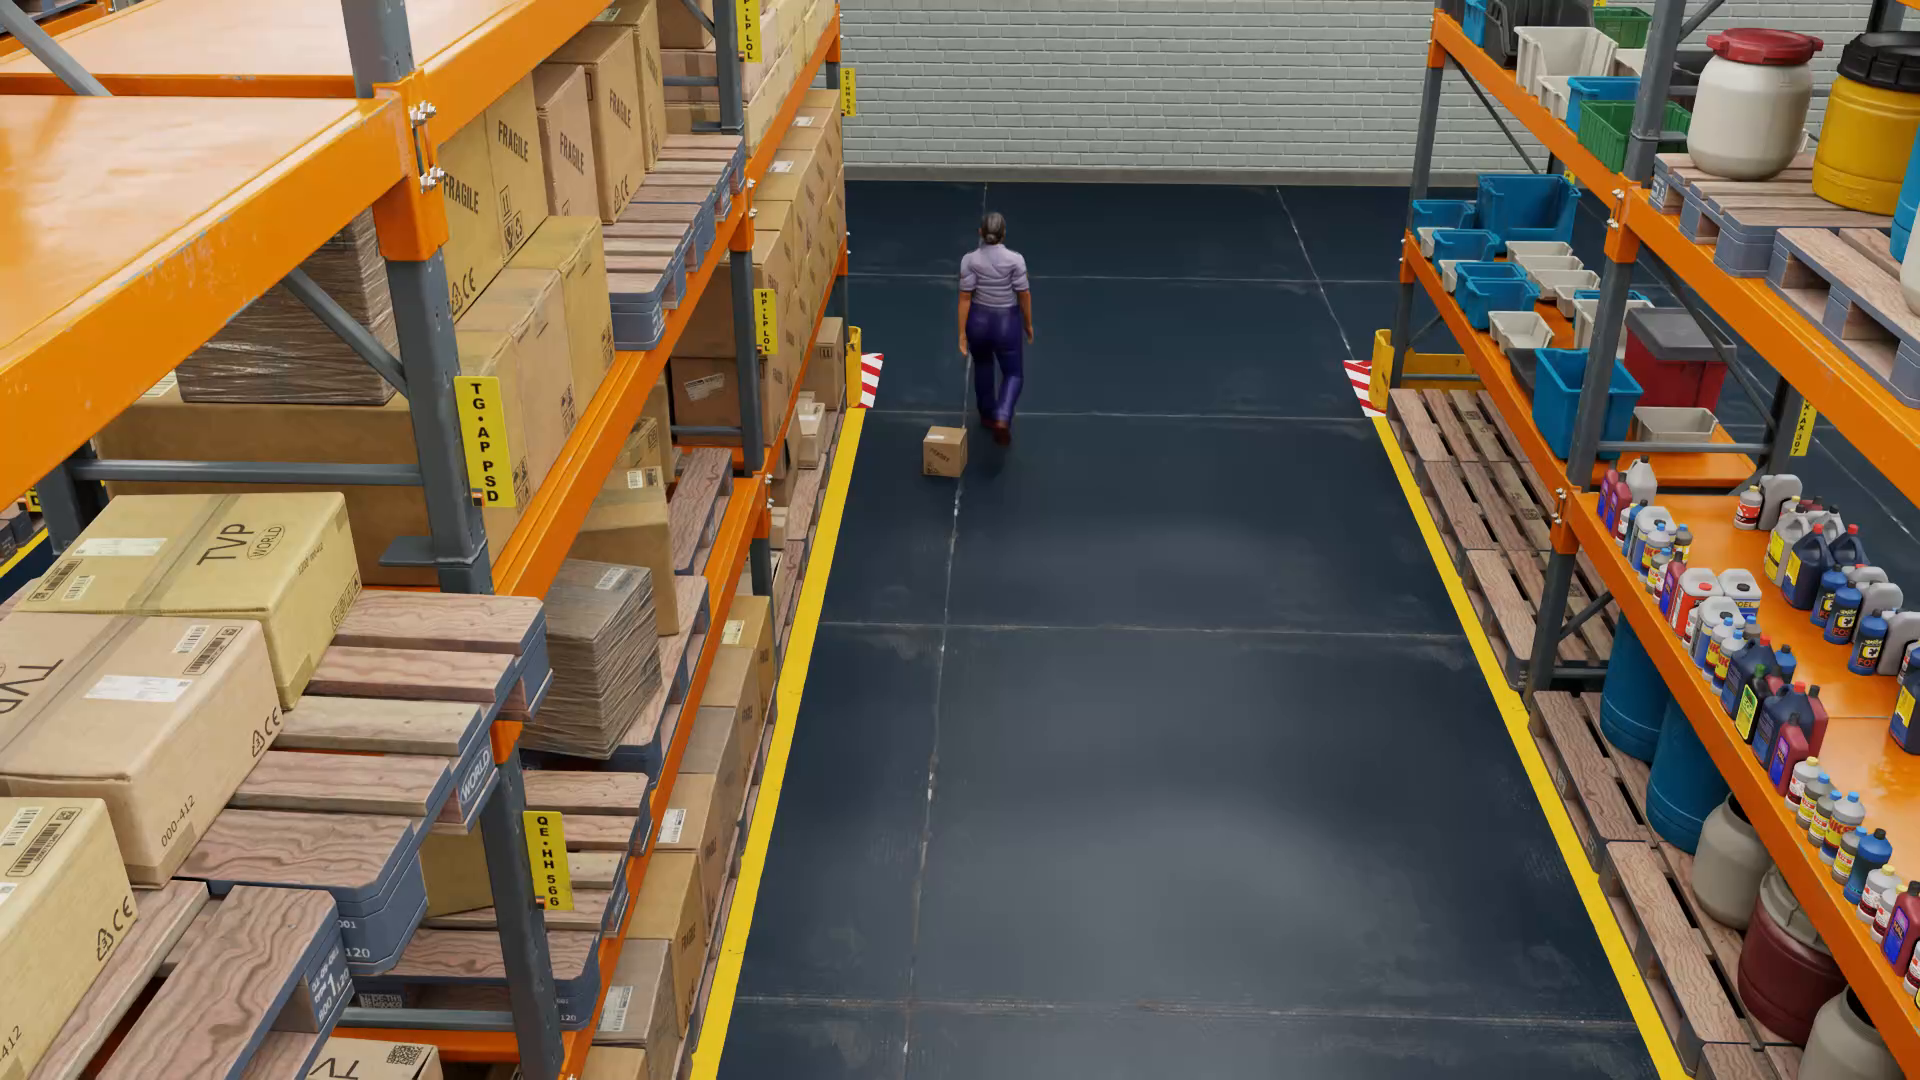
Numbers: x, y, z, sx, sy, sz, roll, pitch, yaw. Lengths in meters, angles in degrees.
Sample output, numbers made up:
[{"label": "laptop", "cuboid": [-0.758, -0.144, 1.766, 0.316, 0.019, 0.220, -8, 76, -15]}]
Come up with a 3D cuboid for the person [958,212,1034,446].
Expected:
[{"label": "person", "cuboid": [0.239, -1.441, 11.310, 0.496, 1.597, 0.863, 6, 29, 11]}]
